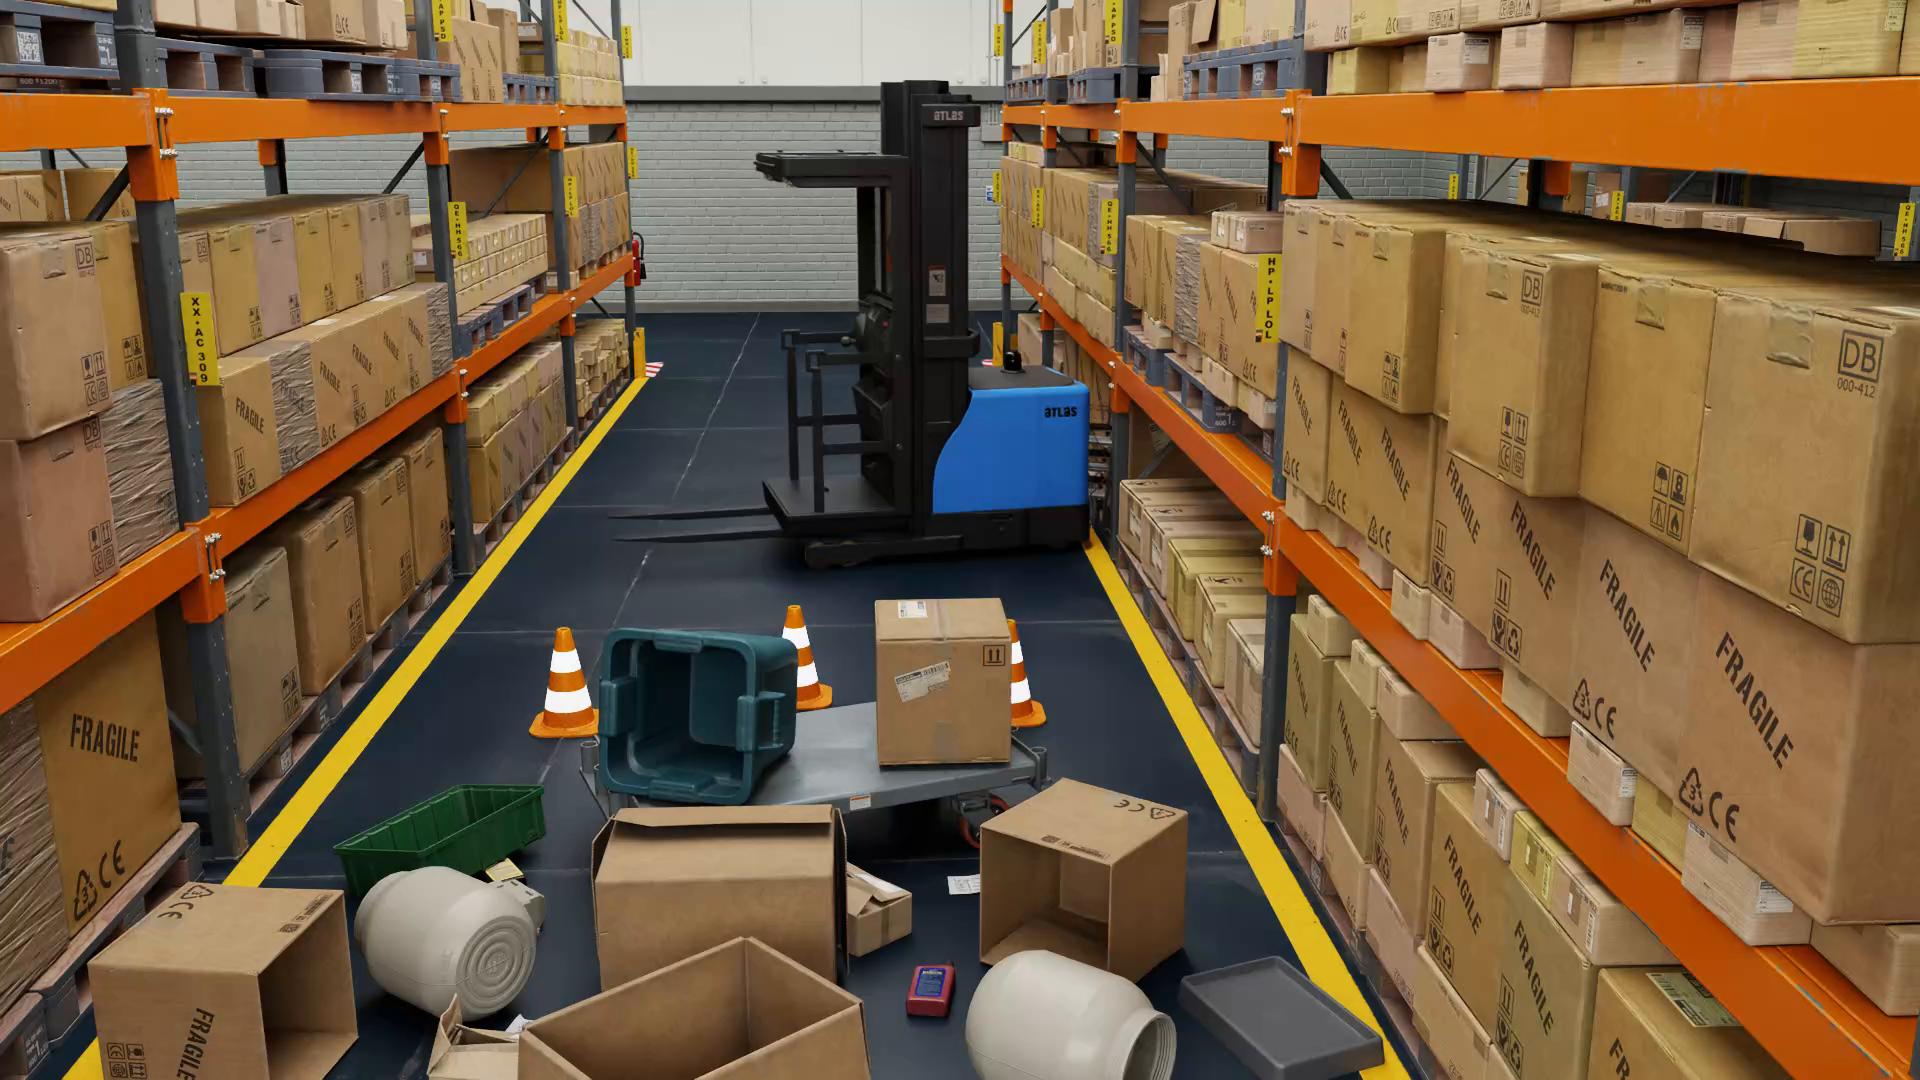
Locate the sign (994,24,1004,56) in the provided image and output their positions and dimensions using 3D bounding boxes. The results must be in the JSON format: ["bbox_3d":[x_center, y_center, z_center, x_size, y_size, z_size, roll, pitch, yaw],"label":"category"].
[{"bbox_3d":[0.405,-5.234,17.415,0.100,0.325,0.005,-1,14,-3],"label":"sign"}]

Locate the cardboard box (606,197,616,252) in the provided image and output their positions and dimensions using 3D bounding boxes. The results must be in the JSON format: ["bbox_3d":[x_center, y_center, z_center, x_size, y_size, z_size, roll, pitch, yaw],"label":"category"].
[{"bbox_3d":[-3.623,-3.055,16.084,0.500,0.500,0.500,-1,14,-3],"label":"cardboard box"}]

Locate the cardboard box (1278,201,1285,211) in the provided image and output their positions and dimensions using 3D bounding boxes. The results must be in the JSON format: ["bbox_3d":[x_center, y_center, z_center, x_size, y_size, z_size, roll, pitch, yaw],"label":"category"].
[{"bbox_3d":[1.838,-1.644,8.455,0.380,0.149,0.250,-2,15,-6],"label":"cardboard box"}]

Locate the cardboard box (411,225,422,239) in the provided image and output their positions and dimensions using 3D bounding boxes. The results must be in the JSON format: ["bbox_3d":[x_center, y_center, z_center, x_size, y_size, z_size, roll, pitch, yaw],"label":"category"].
[{"bbox_3d":[-4.081,-2.173,11.920,0.380,0.149,0.250,0,14,-1],"label":"cardboard box"}]

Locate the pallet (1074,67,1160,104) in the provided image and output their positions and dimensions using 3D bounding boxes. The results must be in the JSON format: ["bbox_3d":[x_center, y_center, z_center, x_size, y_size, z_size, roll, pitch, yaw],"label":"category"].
[{"bbox_3d":[1.362,-2.857,10.471,1.213,0.211,1.003,0,14,-1],"label":"pallet"}]

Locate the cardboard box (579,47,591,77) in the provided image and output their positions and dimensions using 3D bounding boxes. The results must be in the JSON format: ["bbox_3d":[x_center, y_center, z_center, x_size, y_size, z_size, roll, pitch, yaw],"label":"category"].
[{"bbox_3d":[-3.561,-4.225,14.705,0.500,0.250,0.500,-1,14,-2],"label":"cardboard box"}]

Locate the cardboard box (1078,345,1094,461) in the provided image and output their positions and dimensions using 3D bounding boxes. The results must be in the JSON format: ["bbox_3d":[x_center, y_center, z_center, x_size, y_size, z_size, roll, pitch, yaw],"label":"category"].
[{"bbox_3d":[1.389,-1.128,12.814,0.875,0.875,0.875,0,14,-2],"label":"cardboard box"}]

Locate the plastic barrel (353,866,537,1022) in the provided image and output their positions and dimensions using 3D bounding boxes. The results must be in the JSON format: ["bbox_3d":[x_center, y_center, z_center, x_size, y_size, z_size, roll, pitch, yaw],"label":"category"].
[{"bbox_3d":[-1.630,1.266,5.257,0.512,0.421,0.421,10,18,35],"label":"plastic barrel"}]

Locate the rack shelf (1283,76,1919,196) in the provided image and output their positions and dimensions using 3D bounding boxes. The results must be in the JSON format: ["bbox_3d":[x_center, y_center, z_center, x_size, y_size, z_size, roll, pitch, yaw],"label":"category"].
[{"bbox_3d":[1.827,-0.949,4.118,1.077,0.370,4.000,-1,14,-3],"label":"rack shelf"}]

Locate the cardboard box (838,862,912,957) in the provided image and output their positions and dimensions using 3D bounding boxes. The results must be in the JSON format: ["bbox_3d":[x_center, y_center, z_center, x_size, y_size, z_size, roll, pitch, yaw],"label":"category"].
[{"bbox_3d":[-0.389,1.218,5.760,0.258,0.266,0.396,-13,20,-42],"label":"cardboard box"}]

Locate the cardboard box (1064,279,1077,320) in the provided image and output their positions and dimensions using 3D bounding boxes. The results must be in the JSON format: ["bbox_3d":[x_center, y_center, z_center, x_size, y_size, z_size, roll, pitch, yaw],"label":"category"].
[{"bbox_3d":[1.042,-1.765,12.166,0.500,0.250,0.500,-1,14,-4],"label":"cardboard box"}]

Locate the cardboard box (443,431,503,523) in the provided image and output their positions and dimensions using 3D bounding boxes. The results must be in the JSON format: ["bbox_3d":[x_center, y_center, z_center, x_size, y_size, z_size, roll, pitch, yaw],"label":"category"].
[{"bbox_3d":[-3.269,-0.408,10.765,0.500,0.500,0.500,-2,15,-6],"label":"cardboard box"}]

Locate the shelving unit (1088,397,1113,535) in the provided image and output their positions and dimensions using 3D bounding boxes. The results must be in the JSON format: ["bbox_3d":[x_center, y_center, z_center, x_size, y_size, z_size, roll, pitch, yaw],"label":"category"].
[{"bbox_3d":[0.875,-0.503,11.112,0.258,0.900,0.210,4,13,-8],"label":"shelving unit"}]

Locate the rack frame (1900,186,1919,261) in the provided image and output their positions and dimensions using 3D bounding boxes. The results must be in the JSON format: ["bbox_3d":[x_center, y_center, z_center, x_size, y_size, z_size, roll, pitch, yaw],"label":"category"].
[{"bbox_3d":[6.409,-1.414,10.503,1.000,3.000,0.127,-1,14,-3],"label":"rack frame"}]

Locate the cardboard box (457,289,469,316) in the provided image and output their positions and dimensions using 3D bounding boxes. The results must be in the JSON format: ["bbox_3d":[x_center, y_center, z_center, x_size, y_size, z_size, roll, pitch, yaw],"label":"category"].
[{"bbox_3d":[-3.322,-1.498,10.490,0.380,0.149,0.250,0,14,-1],"label":"cardboard box"}]

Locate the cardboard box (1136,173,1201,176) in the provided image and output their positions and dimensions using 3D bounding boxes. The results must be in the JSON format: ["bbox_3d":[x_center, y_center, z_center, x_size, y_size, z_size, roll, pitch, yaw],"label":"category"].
[{"bbox_3d":[1.537,-2.502,12.524,0.500,0.500,0.500,0,14,-2],"label":"cardboard box"}]

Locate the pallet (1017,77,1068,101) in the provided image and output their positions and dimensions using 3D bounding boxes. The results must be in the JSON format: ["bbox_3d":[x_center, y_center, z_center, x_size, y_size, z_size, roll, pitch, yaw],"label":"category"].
[{"bbox_3d":[1.094,-4.248,15.673,1.003,0.211,1.213,-1,14,-3],"label":"pallet"}]

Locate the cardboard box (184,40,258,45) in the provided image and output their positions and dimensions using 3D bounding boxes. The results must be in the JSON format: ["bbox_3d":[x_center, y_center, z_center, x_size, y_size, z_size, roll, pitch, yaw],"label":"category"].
[{"bbox_3d":[-3.591,-2.461,7.686,0.500,0.311,0.500,-1,14,-4],"label":"cardboard box"}]

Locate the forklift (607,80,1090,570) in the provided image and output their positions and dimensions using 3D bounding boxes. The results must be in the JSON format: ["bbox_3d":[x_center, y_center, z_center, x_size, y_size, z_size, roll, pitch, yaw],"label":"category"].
[{"bbox_3d":[-0.734,-1.379,10.504,3.031,2.935,1.130,-4,15,-14],"label":"forklift"}]

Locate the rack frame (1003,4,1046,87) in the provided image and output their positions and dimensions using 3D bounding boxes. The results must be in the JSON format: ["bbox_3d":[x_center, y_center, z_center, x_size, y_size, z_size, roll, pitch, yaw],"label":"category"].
[{"bbox_3d":[0.959,-6.232,17.187,1.000,3.000,0.127,-1,14,-3],"label":"rack frame"}]

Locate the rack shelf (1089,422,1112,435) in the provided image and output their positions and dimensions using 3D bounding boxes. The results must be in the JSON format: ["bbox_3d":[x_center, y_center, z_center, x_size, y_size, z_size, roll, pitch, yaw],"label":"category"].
[{"bbox_3d":[0.899,-0.732,11.061,0.258,0.077,0.200,4,13,-8],"label":"rack shelf"}]

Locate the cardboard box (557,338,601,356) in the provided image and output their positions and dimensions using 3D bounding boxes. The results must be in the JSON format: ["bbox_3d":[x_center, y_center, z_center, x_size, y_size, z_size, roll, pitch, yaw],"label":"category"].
[{"bbox_3d":[-3.613,-1.819,15.760,0.380,0.149,0.250,-1,14,-3],"label":"cardboard box"}]

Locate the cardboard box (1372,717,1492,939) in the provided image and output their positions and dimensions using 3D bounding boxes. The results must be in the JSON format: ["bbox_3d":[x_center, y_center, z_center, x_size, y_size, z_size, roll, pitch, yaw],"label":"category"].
[{"bbox_3d":[1.545,0.836,4.928,0.500,0.500,0.500,0,14,-1],"label":"cardboard box"}]

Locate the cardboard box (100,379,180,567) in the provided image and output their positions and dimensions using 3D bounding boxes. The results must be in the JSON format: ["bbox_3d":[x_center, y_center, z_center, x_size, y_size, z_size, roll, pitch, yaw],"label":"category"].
[{"bbox_3d":[-3.197,-0.221,5.566,0.875,0.550,0.550,-1,14,-3],"label":"cardboard box"}]

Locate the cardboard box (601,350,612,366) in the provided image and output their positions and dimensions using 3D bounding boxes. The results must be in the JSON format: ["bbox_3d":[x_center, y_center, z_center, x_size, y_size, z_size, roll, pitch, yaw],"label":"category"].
[{"bbox_3d":[-3.581,-1.743,16.062,0.380,0.149,0.250,0,14,-1],"label":"cardboard box"}]

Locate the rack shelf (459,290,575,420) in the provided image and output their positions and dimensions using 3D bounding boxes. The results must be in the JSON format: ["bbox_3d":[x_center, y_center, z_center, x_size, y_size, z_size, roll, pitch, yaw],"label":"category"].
[{"bbox_3d":[-3.603,-1.384,11.830,1.077,0.370,4.000,-1,14,-3],"label":"rack shelf"}]

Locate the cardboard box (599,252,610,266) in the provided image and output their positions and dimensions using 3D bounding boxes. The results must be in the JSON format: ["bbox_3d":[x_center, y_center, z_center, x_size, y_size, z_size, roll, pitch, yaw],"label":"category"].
[{"bbox_3d":[-3.638,-2.773,16.287,0.380,0.149,0.250,-2,15,-6],"label":"cardboard box"}]

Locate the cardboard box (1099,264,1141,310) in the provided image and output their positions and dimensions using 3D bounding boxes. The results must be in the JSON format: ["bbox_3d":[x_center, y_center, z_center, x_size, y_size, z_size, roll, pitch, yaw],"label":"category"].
[{"bbox_3d":[1.171,-1.623,10.611,0.500,0.250,0.500,-1,14,-4],"label":"cardboard box"}]

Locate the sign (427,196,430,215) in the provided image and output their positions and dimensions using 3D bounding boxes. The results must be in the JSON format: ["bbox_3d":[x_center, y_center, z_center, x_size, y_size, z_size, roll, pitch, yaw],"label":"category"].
[{"bbox_3d":[-4.268,-2.639,13.526,0.100,0.325,0.005,-1,14,-3],"label":"sign"}]

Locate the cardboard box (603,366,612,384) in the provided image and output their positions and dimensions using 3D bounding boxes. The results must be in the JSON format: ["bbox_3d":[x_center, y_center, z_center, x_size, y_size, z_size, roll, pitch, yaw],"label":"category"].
[{"bbox_3d":[-3.583,-1.598,16.097,0.380,0.149,0.250,-1,14,-2],"label":"cardboard box"}]

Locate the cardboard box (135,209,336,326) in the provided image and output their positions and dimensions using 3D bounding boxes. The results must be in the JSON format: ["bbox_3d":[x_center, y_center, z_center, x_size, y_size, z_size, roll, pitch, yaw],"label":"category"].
[{"bbox_3d":[-3.363,-1.276,7.757,0.700,0.500,0.500,-1,14,-4],"label":"cardboard box"}]

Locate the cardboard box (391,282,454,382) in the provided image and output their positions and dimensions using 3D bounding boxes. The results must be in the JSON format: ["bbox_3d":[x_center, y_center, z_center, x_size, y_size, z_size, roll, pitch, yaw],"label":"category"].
[{"bbox_3d":[-3.183,-1.176,9.375,0.500,0.500,0.500,-1,14,-3],"label":"cardboard box"}]

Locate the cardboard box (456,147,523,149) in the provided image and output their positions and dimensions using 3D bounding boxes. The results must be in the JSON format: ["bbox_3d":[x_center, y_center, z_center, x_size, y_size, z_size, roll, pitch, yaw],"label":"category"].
[{"bbox_3d":[-4.064,-3.148,14.437,0.500,0.500,0.500,-1,14,-5],"label":"cardboard box"}]

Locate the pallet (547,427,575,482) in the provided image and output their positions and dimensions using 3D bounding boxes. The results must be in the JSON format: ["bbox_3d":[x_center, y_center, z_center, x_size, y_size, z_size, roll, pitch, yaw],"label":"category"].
[{"bbox_3d":[-3.678,-0.686,13.269,1.003,0.211,1.213,-1,14,-3],"label":"pallet"}]

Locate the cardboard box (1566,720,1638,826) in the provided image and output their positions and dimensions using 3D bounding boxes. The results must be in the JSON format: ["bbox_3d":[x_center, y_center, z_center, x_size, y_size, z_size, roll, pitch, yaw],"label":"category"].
[{"bbox_3d":[1.547,0.496,3.583,0.380,0.149,0.250,-1,14,-2],"label":"cardboard box"}]

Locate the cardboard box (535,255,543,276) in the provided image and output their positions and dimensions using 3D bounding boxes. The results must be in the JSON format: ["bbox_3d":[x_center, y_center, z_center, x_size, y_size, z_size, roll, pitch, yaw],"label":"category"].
[{"bbox_3d":[-3.488,-2.151,13.029,0.380,0.149,0.250,-1,14,-3],"label":"cardboard box"}]

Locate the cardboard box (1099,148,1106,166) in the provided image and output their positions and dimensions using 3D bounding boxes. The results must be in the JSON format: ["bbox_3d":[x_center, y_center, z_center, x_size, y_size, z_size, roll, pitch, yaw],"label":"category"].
[{"bbox_3d":[1.415,-3.324,14.418,0.380,0.149,0.250,-1,14,-3],"label":"cardboard box"}]

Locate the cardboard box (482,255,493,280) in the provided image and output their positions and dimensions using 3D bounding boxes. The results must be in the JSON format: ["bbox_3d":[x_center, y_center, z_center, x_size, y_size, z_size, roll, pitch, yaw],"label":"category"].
[{"bbox_3d":[-3.378,-1.843,11.233,0.380,0.149,0.250,-1,14,-3],"label":"cardboard box"}]

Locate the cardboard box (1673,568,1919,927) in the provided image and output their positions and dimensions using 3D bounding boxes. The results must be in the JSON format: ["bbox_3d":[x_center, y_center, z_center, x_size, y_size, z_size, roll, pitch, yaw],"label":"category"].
[{"bbox_3d":[1.642,0.330,2.928,0.500,0.500,0.500,-1,14,-4],"label":"cardboard box"}]

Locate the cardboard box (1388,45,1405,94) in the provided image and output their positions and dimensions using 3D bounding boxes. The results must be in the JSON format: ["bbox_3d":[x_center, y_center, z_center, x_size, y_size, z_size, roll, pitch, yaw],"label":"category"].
[{"bbox_3d":[1.563,-1.466,5.188,0.380,0.149,0.250,-1,14,-3],"label":"cardboard box"}]

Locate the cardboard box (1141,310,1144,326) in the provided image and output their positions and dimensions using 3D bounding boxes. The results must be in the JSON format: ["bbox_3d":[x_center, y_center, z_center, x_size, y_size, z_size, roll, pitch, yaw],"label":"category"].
[{"bbox_3d":[1.289,-1.335,9.856,0.380,0.149,0.250,-2,15,-7],"label":"cardboard box"}]

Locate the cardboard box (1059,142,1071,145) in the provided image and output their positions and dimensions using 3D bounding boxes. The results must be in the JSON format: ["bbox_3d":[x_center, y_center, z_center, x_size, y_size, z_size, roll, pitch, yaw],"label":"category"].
[{"bbox_3d":[1.221,-4.024,17.138,0.380,0.149,0.250,-1,14,-2],"label":"cardboard box"}]

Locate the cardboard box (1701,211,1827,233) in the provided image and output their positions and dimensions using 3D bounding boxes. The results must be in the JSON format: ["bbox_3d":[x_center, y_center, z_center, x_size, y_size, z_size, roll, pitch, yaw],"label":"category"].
[{"bbox_3d":[6.048,-2.213,12.565,0.700,0.500,0.500,-1,14,-4],"label":"cardboard box"}]

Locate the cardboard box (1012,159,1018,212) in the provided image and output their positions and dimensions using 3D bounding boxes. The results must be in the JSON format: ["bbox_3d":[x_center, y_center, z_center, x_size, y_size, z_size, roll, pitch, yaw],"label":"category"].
[{"bbox_3d":[0.783,-3.479,16.320,0.500,0.500,0.500,-1,14,-4],"label":"cardboard box"}]

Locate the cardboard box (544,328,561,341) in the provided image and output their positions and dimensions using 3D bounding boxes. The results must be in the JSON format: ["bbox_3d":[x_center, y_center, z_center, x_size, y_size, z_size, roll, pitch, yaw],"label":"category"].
[{"bbox_3d":[-4.159,-2.008,16.497,0.380,0.149,0.250,-2,15,-6],"label":"cardboard box"}]

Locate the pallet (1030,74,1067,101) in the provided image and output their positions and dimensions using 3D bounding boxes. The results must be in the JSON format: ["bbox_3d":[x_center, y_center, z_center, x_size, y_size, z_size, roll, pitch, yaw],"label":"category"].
[{"bbox_3d":[1.167,-3.945,14.497,1.003,0.211,1.213,-1,14,-3],"label":"pallet"}]

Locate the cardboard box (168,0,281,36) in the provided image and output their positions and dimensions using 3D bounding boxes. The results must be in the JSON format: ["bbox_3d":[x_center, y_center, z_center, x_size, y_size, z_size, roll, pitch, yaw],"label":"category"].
[{"bbox_3d":[-3.059,-2.176,6.904,0.380,0.149,0.250,-1,14,-3],"label":"cardboard box"}]

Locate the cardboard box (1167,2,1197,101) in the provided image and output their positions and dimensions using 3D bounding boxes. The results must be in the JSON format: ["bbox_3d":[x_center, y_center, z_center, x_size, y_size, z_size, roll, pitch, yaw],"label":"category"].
[{"bbox_3d":[1.504,-2.602,8.899,0.700,0.500,0.500,-1,14,-3],"label":"cardboard box"}]

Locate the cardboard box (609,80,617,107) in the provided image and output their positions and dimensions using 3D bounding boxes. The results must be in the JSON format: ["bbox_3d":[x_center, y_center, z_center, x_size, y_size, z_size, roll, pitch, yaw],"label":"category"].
[{"bbox_3d":[-3.644,-4.369,16.268,0.500,0.250,0.500,-1,14,-3],"label":"cardboard box"}]

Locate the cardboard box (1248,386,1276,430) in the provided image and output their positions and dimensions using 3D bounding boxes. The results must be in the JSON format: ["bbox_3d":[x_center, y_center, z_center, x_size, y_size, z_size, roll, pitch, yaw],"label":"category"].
[{"bbox_3d":[1.395,-0.547,6.795,0.380,0.149,0.250,-1,14,-3],"label":"cardboard box"}]

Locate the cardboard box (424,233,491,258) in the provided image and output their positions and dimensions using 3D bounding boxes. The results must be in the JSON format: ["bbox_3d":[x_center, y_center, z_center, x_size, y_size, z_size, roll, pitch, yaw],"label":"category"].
[{"bbox_3d":[-3.379,-1.984,11.185,0.380,0.149,0.250,0,14,-1],"label":"cardboard box"}]

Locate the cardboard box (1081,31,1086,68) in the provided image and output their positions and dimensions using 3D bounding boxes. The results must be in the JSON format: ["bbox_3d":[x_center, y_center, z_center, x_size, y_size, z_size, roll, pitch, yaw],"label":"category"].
[{"bbox_3d":[1.020,-3.265,11.103,0.396,0.266,0.258,-1,14,-5],"label":"cardboard box"}]

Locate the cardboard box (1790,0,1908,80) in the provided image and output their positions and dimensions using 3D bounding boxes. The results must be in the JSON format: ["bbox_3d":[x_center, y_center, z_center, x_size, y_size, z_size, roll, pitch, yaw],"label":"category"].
[{"bbox_3d":[1.601,-0.824,2.693,0.380,0.149,0.250,-1,14,-3],"label":"cardboard box"}]

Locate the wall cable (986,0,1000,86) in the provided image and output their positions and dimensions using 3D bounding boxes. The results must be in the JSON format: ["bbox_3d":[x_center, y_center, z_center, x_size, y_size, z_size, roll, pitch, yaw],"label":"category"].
[{"bbox_3d":[0.326,-7.642,22.668,0.463,3.000,0.029,-1,14,-3],"label":"wall cable"}]
